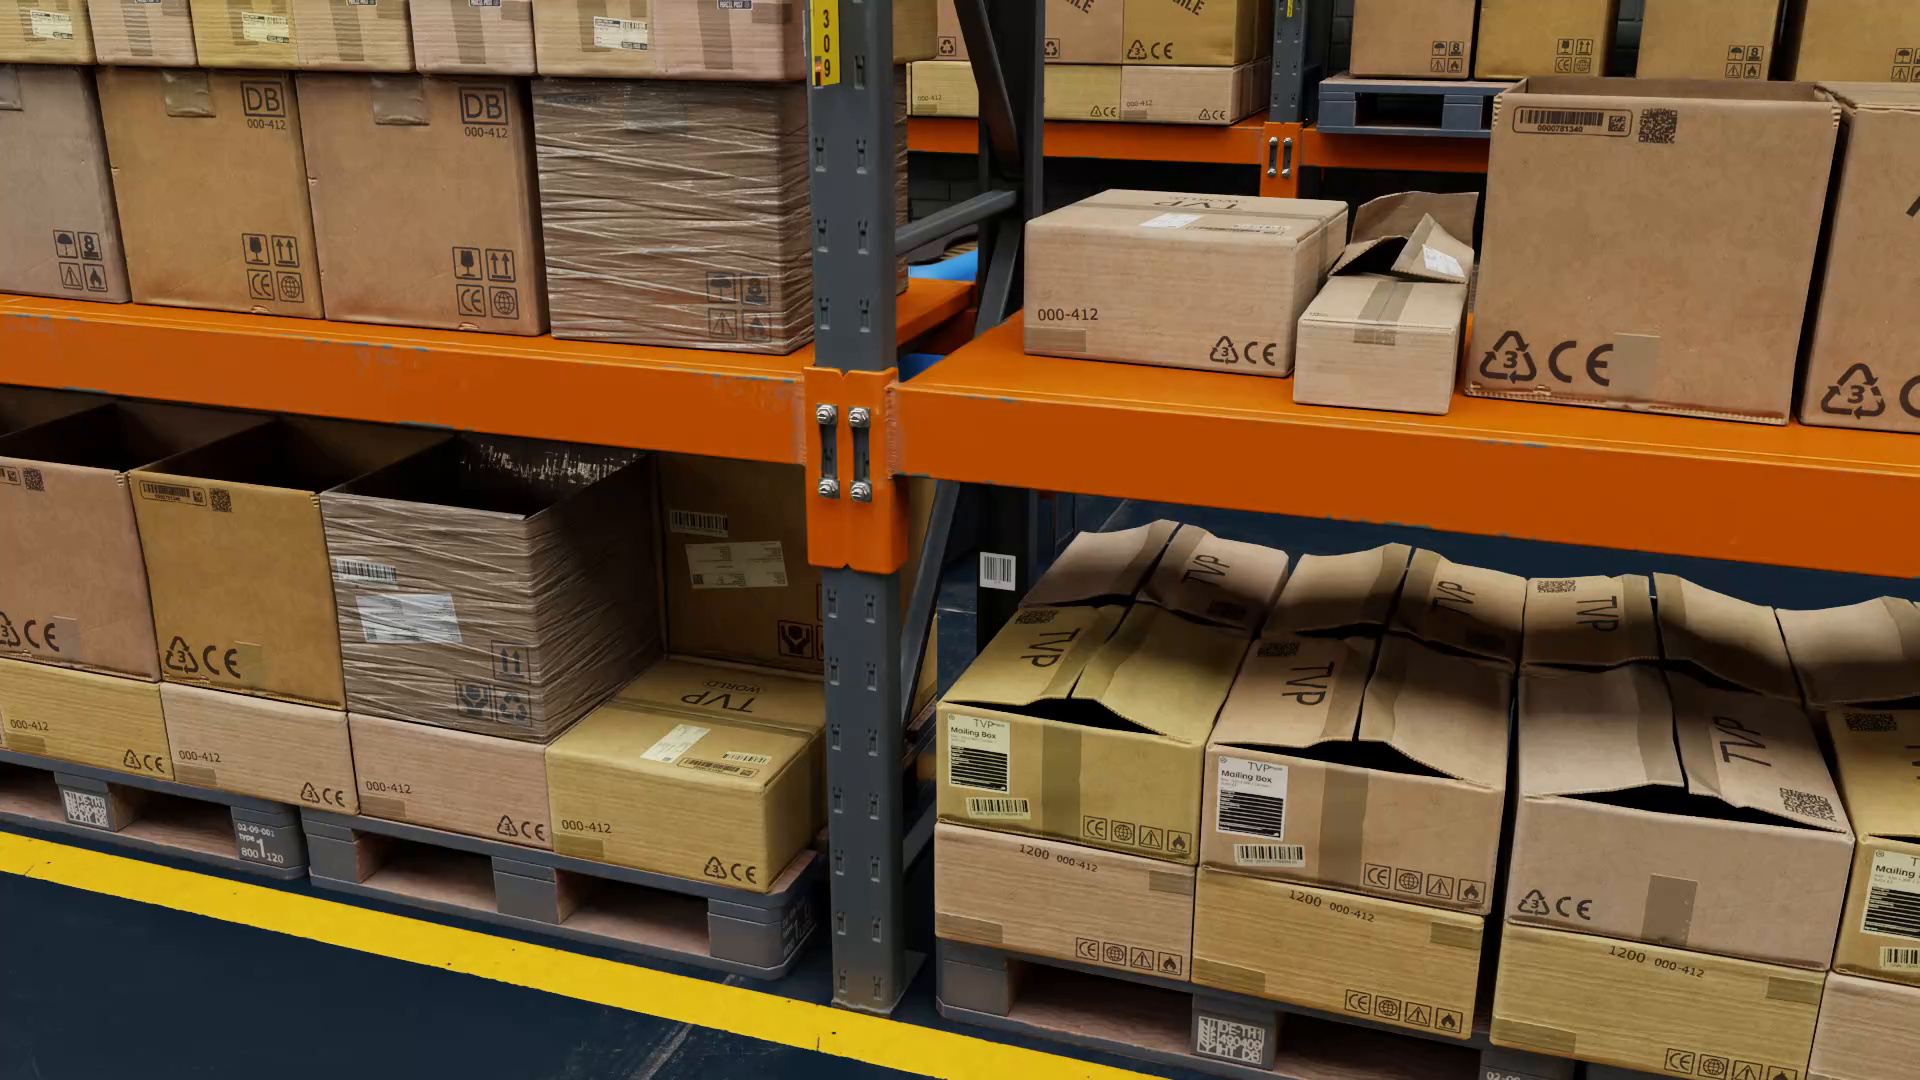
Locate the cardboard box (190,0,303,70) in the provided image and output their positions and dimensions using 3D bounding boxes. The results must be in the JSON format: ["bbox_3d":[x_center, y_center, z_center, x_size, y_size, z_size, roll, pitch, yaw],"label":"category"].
[{"bbox_3d":[-1.324,-1.046,3.383,0.250,0.149,0.380,6,20,18],"label":"cardboard box"}]

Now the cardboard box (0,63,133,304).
[{"bbox_3d":[-1.914,-0.878,3.885,0.500,0.500,0.700,7,20,20],"label":"cardboard box"}]

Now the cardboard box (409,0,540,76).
[{"bbox_3d":[-0.844,-0.990,3.223,0.250,0.149,0.380,6,20,16],"label":"cardboard box"}]

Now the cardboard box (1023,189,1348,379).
[{"bbox_3d":[0.443,-0.509,3.207,0.500,0.250,0.500,8,21,21],"label":"cardboard box"}]

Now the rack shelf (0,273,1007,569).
[{"bbox_3d":[-1.925,-0.496,4.034,4.000,0.370,1.077,7,20,18],"label":"rack shelf"}]

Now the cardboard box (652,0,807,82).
[{"bbox_3d":[-0.363,-0.936,3.066,0.250,0.149,0.380,7,20,18],"label":"cardboard box"}]

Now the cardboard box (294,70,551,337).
[{"bbox_3d":[-0.958,-0.767,3.569,0.500,0.500,0.700,6,20,17],"label":"cardboard box"}]

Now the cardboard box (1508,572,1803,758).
[{"bbox_3d":[1.405,0.279,3.405,0.500,0.311,0.500,6,20,18],"label":"cardboard box"}]

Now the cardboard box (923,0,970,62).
[{"bbox_3d":[0.093,-2.517,7.799,0.500,0.500,0.500,6,20,16],"label":"cardboard box"}]

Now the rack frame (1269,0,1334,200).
[{"bbox_3d":[1.586,-2.160,7.716,0.127,3.000,1.000,7,20,18],"label":"rack frame"}]

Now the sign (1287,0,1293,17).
[{"bbox_3d":[1.415,-2.399,7.087,0.005,0.325,0.100,7,20,18],"label":"sign"}]

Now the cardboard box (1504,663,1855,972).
[{"bbox_3d":[1.233,0.449,2.918,0.500,0.311,0.500,6,20,16],"label":"cardboard box"}]

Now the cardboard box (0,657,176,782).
[{"bbox_3d":[-1.965,0.338,4.088,0.500,0.250,0.500,7,20,18],"label":"cardboard box"}]

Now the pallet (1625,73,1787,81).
[{"bbox_3d":[3.481,-1.838,7.084,1.213,0.211,1.003,7,20,18],"label":"pallet"}]

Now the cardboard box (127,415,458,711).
[{"bbox_3d":[-1.488,0.034,3.821,0.500,0.500,0.500,7,20,18],"label":"cardboard box"}]

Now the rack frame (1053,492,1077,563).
[{"bbox_3d":[0.371,-0.439,5.740,0.008,1.050,0.200,9,21,24],"label":"rack frame"}]

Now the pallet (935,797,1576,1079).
[{"bbox_3d":[0.673,0.765,3.561,1.213,0.211,1.003,7,20,18],"label":"pallet"}]

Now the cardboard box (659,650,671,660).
[{"bbox_3d":[-0.845,0.281,4.253,0.500,0.250,0.500,7,20,18],"label":"cardboard box"}]

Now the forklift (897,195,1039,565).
[{"bbox_3d":[-1.228,-1.574,6.139,3.031,2.935,1.130,9,21,24],"label":"forklift"}]

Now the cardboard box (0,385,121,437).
[{"bbox_3d":[-2.431,-0.075,4.134,0.500,0.500,0.500,7,20,18],"label":"cardboard box"}]

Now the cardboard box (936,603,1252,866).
[{"bbox_3d":[0.273,0.338,3.237,0.500,0.311,0.500,7,20,18],"label":"cardboard box"}]

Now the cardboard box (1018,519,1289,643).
[{"bbox_3d":[0.441,0.171,3.717,0.500,0.311,0.500,7,20,18],"label":"cardboard box"}]

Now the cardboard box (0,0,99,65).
[{"bbox_3d":[-1.814,-1.101,3.540,0.250,0.149,0.380,7,20,20],"label":"cardboard box"}]

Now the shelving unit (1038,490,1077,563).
[{"bbox_3d":[0.261,-0.456,5.789,0.252,1.050,0.215,9,21,24],"label":"shelving unit"}]

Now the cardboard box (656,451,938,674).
[{"bbox_3d":[-0.371,-0.021,3.979,0.500,0.500,0.500,7,20,18],"label":"cardboard box"}]

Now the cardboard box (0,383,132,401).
[{"bbox_3d":[-2.261,-0.237,4.598,0.500,0.500,0.500,7,20,18],"label":"cardboard box"}]

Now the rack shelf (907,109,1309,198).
[{"bbox_3d":[-0.303,-2.036,8.454,4.000,0.370,1.077,7,20,18],"label":"rack shelf"}]

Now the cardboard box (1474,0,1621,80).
[{"bbox_3d":[2.581,-2.287,7.259,0.500,0.500,0.700,9,21,24],"label":"cardboard box"}]

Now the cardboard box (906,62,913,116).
[{"bbox_3d":[-0.384,-2.215,8.072,0.500,0.250,0.500,7,20,19],"label":"cardboard box"}]

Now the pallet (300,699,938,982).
[{"bbox_3d":[-0.773,0.598,4.039,1.213,0.211,1.003,7,20,18],"label":"pallet"}]

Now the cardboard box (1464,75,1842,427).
[{"bbox_3d":[1.182,-0.522,2.864,0.500,0.500,0.500,8,21,22],"label":"cardboard box"}]

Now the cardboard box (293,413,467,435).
[{"bbox_3d":[-1.316,-0.129,4.289,0.500,0.500,0.500,7,20,18],"label":"cardboard box"}]

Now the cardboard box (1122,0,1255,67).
[{"bbox_3d":[1.038,-2.408,7.484,0.500,0.500,0.500,6,20,18],"label":"cardboard box"}]

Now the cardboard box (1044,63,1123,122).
[{"bbox_3d":[0.571,-2.112,7.775,0.500,0.250,0.500,7,20,18],"label":"cardboard box"}]

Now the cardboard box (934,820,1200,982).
[{"bbox_3d":[0.264,0.601,3.333,0.500,0.250,0.500,6,20,17],"label":"cardboard box"}]

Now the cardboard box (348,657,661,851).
[{"bbox_3d":[-1.015,0.442,3.792,0.500,0.250,0.500,7,20,18],"label":"cardboard box"}]

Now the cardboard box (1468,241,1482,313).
[{"bbox_3d":[2.287,-1.113,7.841,0.500,0.500,0.700,7,20,20],"label":"cardboard box"}]

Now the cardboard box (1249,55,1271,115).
[{"bbox_3d":[1.213,-2.216,8.074,0.500,0.250,0.500,7,20,19],"label":"cardboard box"}]

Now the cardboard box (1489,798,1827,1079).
[{"bbox_3d":[1.236,0.712,3.016,0.500,0.250,0.500,6,20,16],"label":"cardboard box"}]

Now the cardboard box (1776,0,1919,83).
[{"bbox_3d":[3.733,-2.158,6.890,0.500,0.500,0.700,7,20,18],"label":"cardboard box"}]
